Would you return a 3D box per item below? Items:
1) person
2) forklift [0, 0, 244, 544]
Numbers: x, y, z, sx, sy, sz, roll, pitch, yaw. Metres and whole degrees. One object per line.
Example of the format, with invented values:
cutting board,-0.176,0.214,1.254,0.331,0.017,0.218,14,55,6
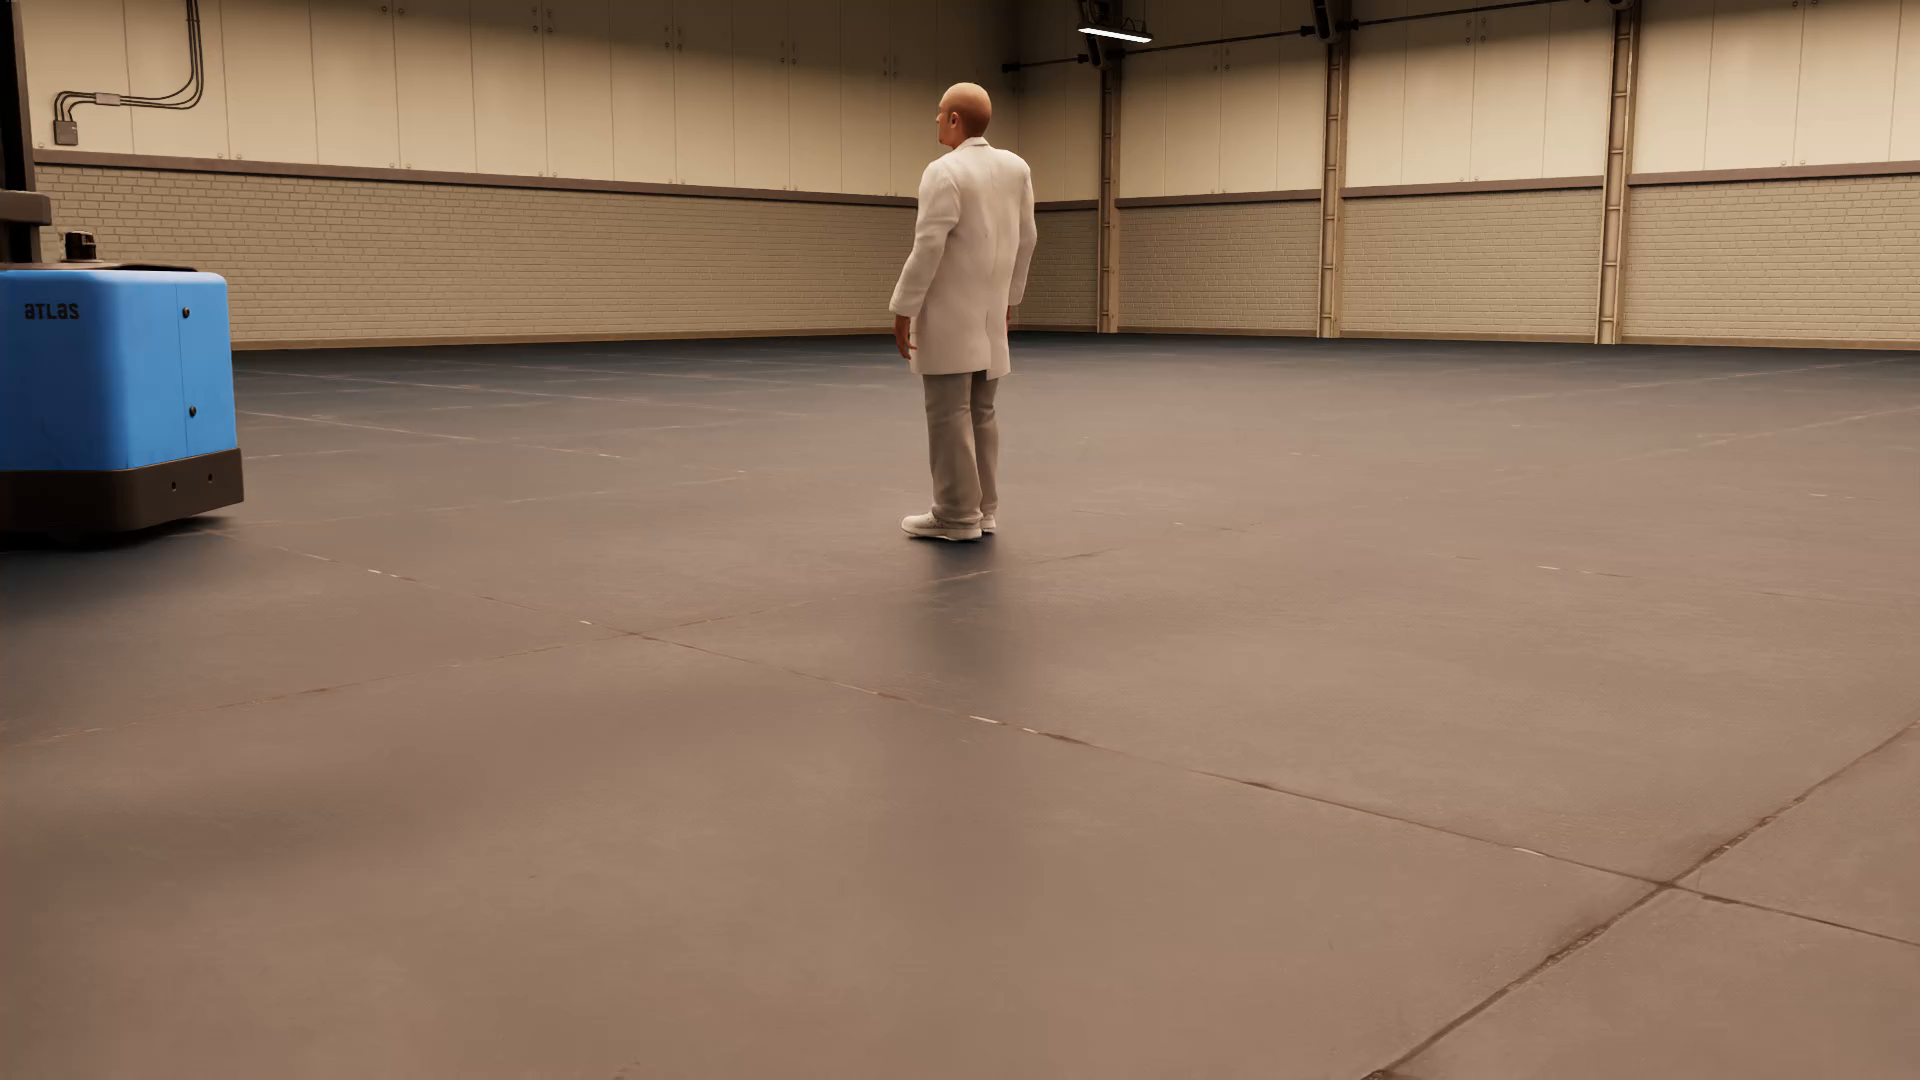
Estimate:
person,-0.061,-0.895,6.650,0.581,1.775,0.694,8,12,43
forklift,-4.702,-1.493,6.787,3.031,2.935,1.130,0,9,3
